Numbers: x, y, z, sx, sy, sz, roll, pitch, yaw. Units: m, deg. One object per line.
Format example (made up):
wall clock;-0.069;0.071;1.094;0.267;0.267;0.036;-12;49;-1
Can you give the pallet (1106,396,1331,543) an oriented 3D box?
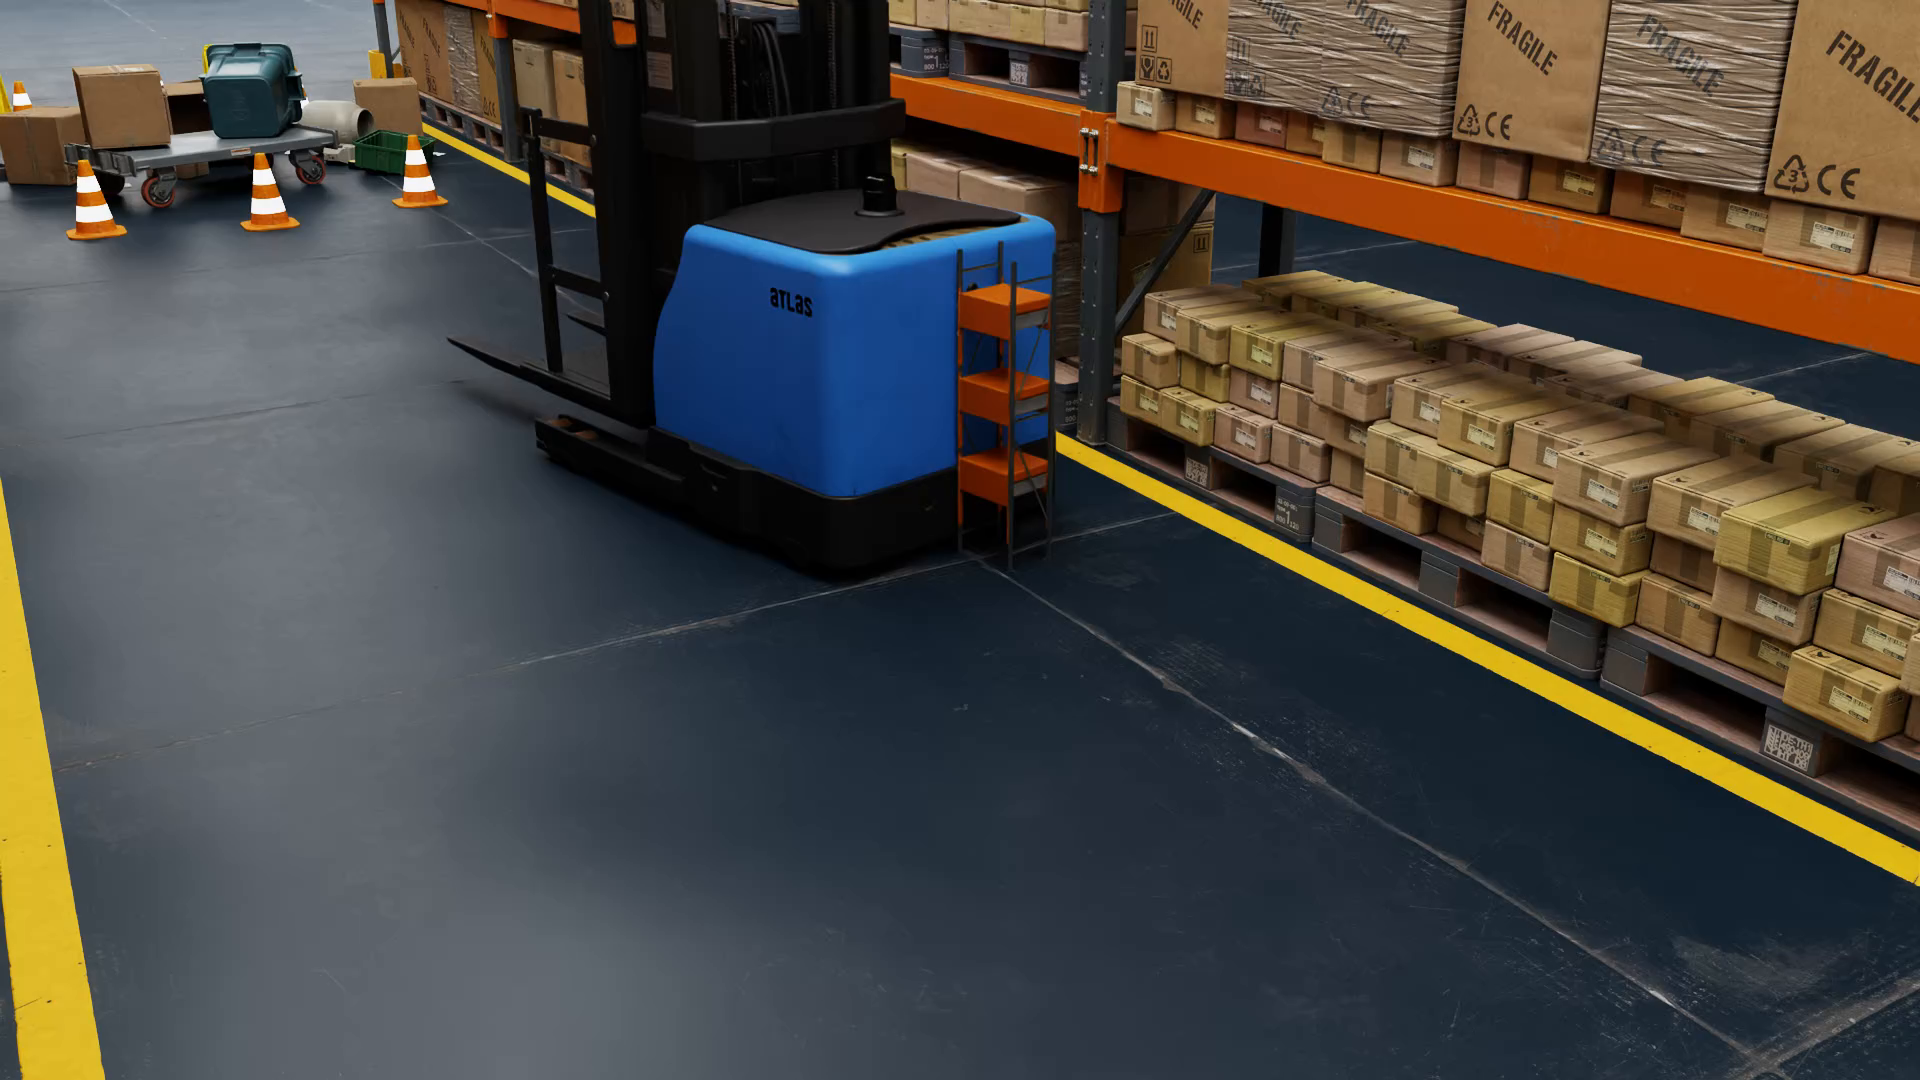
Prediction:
pallet;1.311;-0.372;6.446;1.003;0.211;1.213;-13;25;-28

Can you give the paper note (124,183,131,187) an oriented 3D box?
paper note;-6.157;-2.603;12.176;0.148;0.019;0.142;-13;25;-28

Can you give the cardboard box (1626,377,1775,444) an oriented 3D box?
cardboard box;2.315;-0.386;5.216;0.380;0.149;0.250;-12;25;-27

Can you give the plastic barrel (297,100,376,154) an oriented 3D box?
plastic barrel;-5.048;-3.343;13.473;0.512;0.421;0.421;4;22;9

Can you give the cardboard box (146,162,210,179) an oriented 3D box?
cardboard box;-5.924;-2.889;12.567;0.396;0.266;0.258;8;23;18

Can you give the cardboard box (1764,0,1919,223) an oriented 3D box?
cardboard box;2.271;-1.027;3.827;0.500;0.500;0.500;-13;26;-29

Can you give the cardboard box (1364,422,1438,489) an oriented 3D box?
cardboard box;1.539;-0.295;5.387;0.380;0.149;0.250;-13;25;-29

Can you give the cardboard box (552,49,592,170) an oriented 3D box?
cardboard box;-2.266;-3.120;11.933;1.050;0.750;0.750;-13;25;-28

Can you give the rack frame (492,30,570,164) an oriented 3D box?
rack frame;-3.149;-4.464;12.811;1.000;3.000;0.127;-13;25;-28

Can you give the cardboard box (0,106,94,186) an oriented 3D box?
cardboard box;-6.731;-2.931;12.355;0.500;0.500;0.500;4;22;9

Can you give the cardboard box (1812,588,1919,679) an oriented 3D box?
cardboard box;2.378;0.198;4.174;0.380;0.149;0.250;-13;26;-29

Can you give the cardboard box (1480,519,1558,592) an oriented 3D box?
cardboard box;1.809;0.010;5.031;0.380;0.149;0.250;-12;25;-27

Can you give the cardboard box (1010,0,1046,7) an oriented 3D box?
cardboard box;0.428;-2.266;6.784;0.380;0.149;0.250;-12;25;-28

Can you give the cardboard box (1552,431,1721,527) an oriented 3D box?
cardboard box;1.909;-0.176;4.698;0.380;0.149;0.250;-12;25;-26

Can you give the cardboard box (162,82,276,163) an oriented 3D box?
cardboard box;-5.838;-3.298;13.076;0.797;0.637;0.503;-13;25;-28

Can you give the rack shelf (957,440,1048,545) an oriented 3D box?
rack shelf;0.150;-0.164;5.587;0.215;0.259;0.240;-19;29;-39

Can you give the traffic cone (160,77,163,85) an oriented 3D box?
traffic cone;-7.287;-4.031;15.115;0.336;0.463;0.334;-13;25;-28

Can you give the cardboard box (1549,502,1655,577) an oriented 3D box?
cardboard box;1.923;-0.040;4.760;0.380;0.149;0.250;-12;25;-27

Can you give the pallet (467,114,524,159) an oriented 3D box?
pallet;-3.471;-3.433;13.978;1.003;0.211;1.213;-13;25;-28

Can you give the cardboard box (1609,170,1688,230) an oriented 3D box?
cardboard box;1.989;-0.948;4.494;0.380;0.149;0.250;-14;26;-30

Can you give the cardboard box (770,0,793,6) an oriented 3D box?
cardboard box;-0.776;-2.890;8.713;0.380;0.149;0.250;-11;25;-26

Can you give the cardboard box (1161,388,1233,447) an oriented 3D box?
cardboard box;0.983;-0.482;6.243;0.380;0.149;0.250;-12;25;-27

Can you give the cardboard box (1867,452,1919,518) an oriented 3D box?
cardboard box;2.742;-0.136;4.601;0.380;0.149;0.250;-13;25;-28

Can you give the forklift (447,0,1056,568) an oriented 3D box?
forklift;-1.030;-1.735;6.188;1.130;2.935;3.031;-19;29;-39

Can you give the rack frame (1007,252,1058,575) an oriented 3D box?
rack frame;0.233;-0.398;5.396;0.200;1.050;0.008;-19;29;-39

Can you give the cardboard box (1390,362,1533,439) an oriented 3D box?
cardboard box;1.619;-0.449;5.371;0.380;0.149;0.250;-14;26;-30

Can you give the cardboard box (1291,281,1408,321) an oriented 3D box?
cardboard box;1.507;-0.884;6.440;0.380;0.149;0.250;-12;25;-28

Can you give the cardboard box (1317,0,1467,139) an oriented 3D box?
cardboard box;1.459;-1.521;5.042;0.500;0.500;0.500;-13;26;-29

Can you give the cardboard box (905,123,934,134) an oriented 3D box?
cardboard box;-0.461;-1.957;8.408;0.500;0.250;0.500;-12;25;-28

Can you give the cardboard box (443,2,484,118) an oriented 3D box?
cardboard box;-3.874;-4.182;14.382;0.875;0.875;0.875;-12;25;-28

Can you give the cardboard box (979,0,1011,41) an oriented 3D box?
cardboard box;0.305;-2.208;7.036;0.380;0.149;0.250;-13;25;-28

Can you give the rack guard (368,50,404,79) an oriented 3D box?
rack guard;-5.205;-4.609;16.486;1.175;0.500;0.348;-13;25;-28

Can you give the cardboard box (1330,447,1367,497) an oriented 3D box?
cardboard box;1.495;-0.259;5.693;0.380;0.149;0.250;-14;26;-30

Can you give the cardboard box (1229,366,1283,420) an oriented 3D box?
cardboard box;1.209;-0.571;6.065;0.380;0.149;0.250;-13;25;-29

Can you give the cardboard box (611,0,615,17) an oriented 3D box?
cardboard box;-2.076;-3.633;10.634;0.500;0.500;0.500;-13;26;-29

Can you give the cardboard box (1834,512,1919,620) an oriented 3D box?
cardboard box;2.413;0.056;4.128;0.380;0.149;0.250;-12;25;-27

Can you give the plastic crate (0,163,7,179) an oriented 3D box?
plastic crate;-7.450;-2.793;12.576;0.583;0.080;0.402;17;28;36

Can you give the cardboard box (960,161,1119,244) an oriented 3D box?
cardboard box;0.339;-1.451;7.163;0.500;0.250;0.500;-13;26;-30

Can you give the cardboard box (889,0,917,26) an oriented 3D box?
cardboard box;-0.104;-2.464;7.666;0.380;0.149;0.250;-11;25;-26

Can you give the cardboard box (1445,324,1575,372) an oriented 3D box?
cardboard box;1.924;-0.635;5.830;0.380;0.149;0.250;-14;26;-31

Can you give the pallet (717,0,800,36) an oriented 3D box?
pallet;-0.651;-2.870;9.144;1.213;0.211;1.003;-13;25;-28

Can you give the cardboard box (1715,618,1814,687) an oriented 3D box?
cardboard box;2.253;0.251;4.440;0.380;0.149;0.250;-13;25;-28

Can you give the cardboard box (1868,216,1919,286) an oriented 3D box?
cardboard box;2.335;-0.680;3.835;0.380;0.149;0.250;-13;25;-29

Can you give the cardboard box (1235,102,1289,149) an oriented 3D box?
cardboard box;1.178;-1.458;5.748;0.380;0.149;0.250;-14;26;-31

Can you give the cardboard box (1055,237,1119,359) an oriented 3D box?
cardboard box;0.342;-1.102;7.301;0.500;0.500;0.500;-13;26;-29

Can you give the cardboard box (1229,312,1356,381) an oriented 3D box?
cardboard box;1.196;-0.699;5.987;0.380;0.149;0.250;-13;25;-29

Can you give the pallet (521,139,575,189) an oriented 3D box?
pallet;-2.691;-2.937;12.757;1.003;0.211;1.213;-13;25;-28

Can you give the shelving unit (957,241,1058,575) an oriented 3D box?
shelving unit;0.150;-0.431;5.478;0.215;1.050;0.252;-19;29;-39

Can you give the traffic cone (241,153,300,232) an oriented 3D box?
traffic cone;-4.509;-2.270;10.783;0.336;0.463;0.334;-13;25;-28

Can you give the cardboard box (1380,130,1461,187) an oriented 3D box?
cardboard box;1.515;-1.186;5.080;0.380;0.149;0.250;-11;25;-26

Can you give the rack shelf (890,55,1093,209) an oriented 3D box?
rack shelf;-0.085;-2.188;8.168;1.077;0.370;4.000;-13;25;-28

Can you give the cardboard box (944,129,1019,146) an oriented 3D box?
cardboard box;0.256;-1.886;8.234;0.500;0.250;0.500;-12;25;-26
